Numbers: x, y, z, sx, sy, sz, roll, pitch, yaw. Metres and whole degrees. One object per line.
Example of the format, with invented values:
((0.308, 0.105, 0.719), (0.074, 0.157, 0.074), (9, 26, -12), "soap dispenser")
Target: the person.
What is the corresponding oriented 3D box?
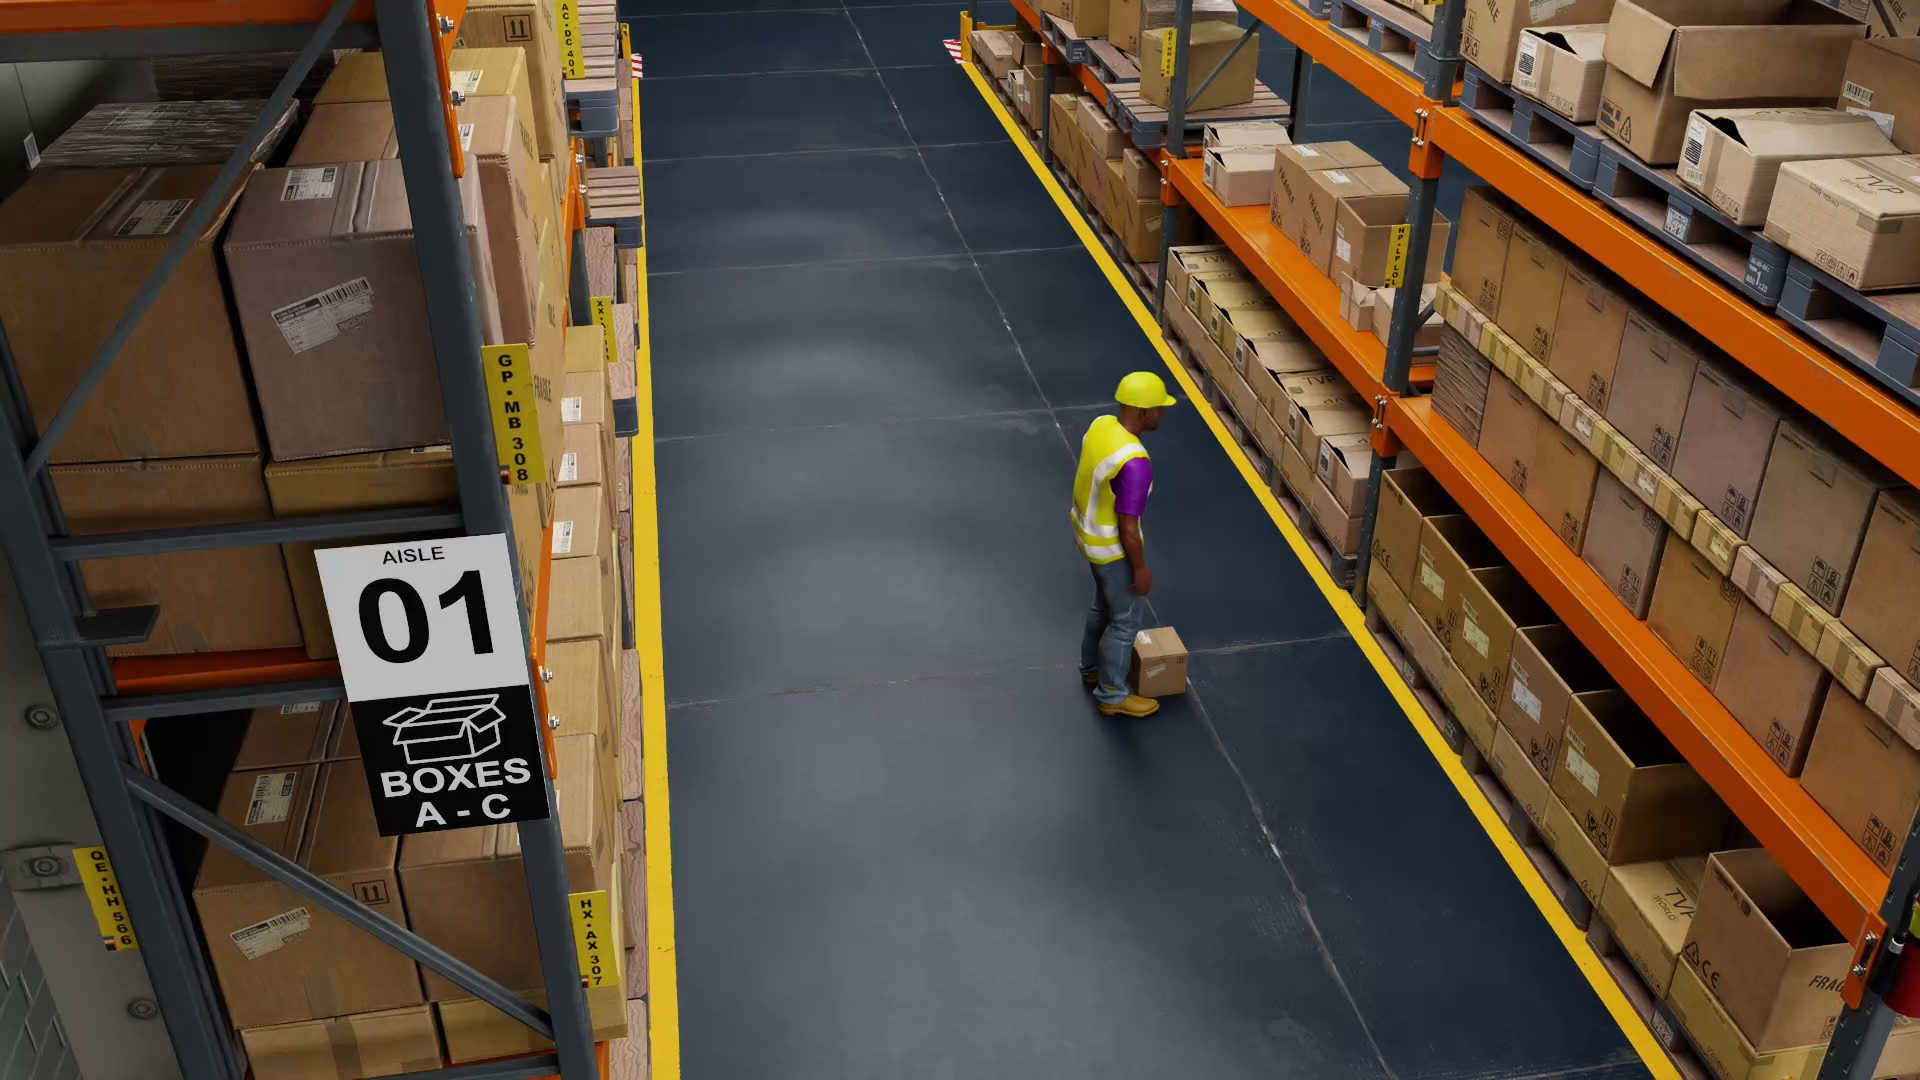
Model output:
((0.787, 0.004, 8.112), (0.463, 1.760, 0.635), (-6, 31, -10), "person")
